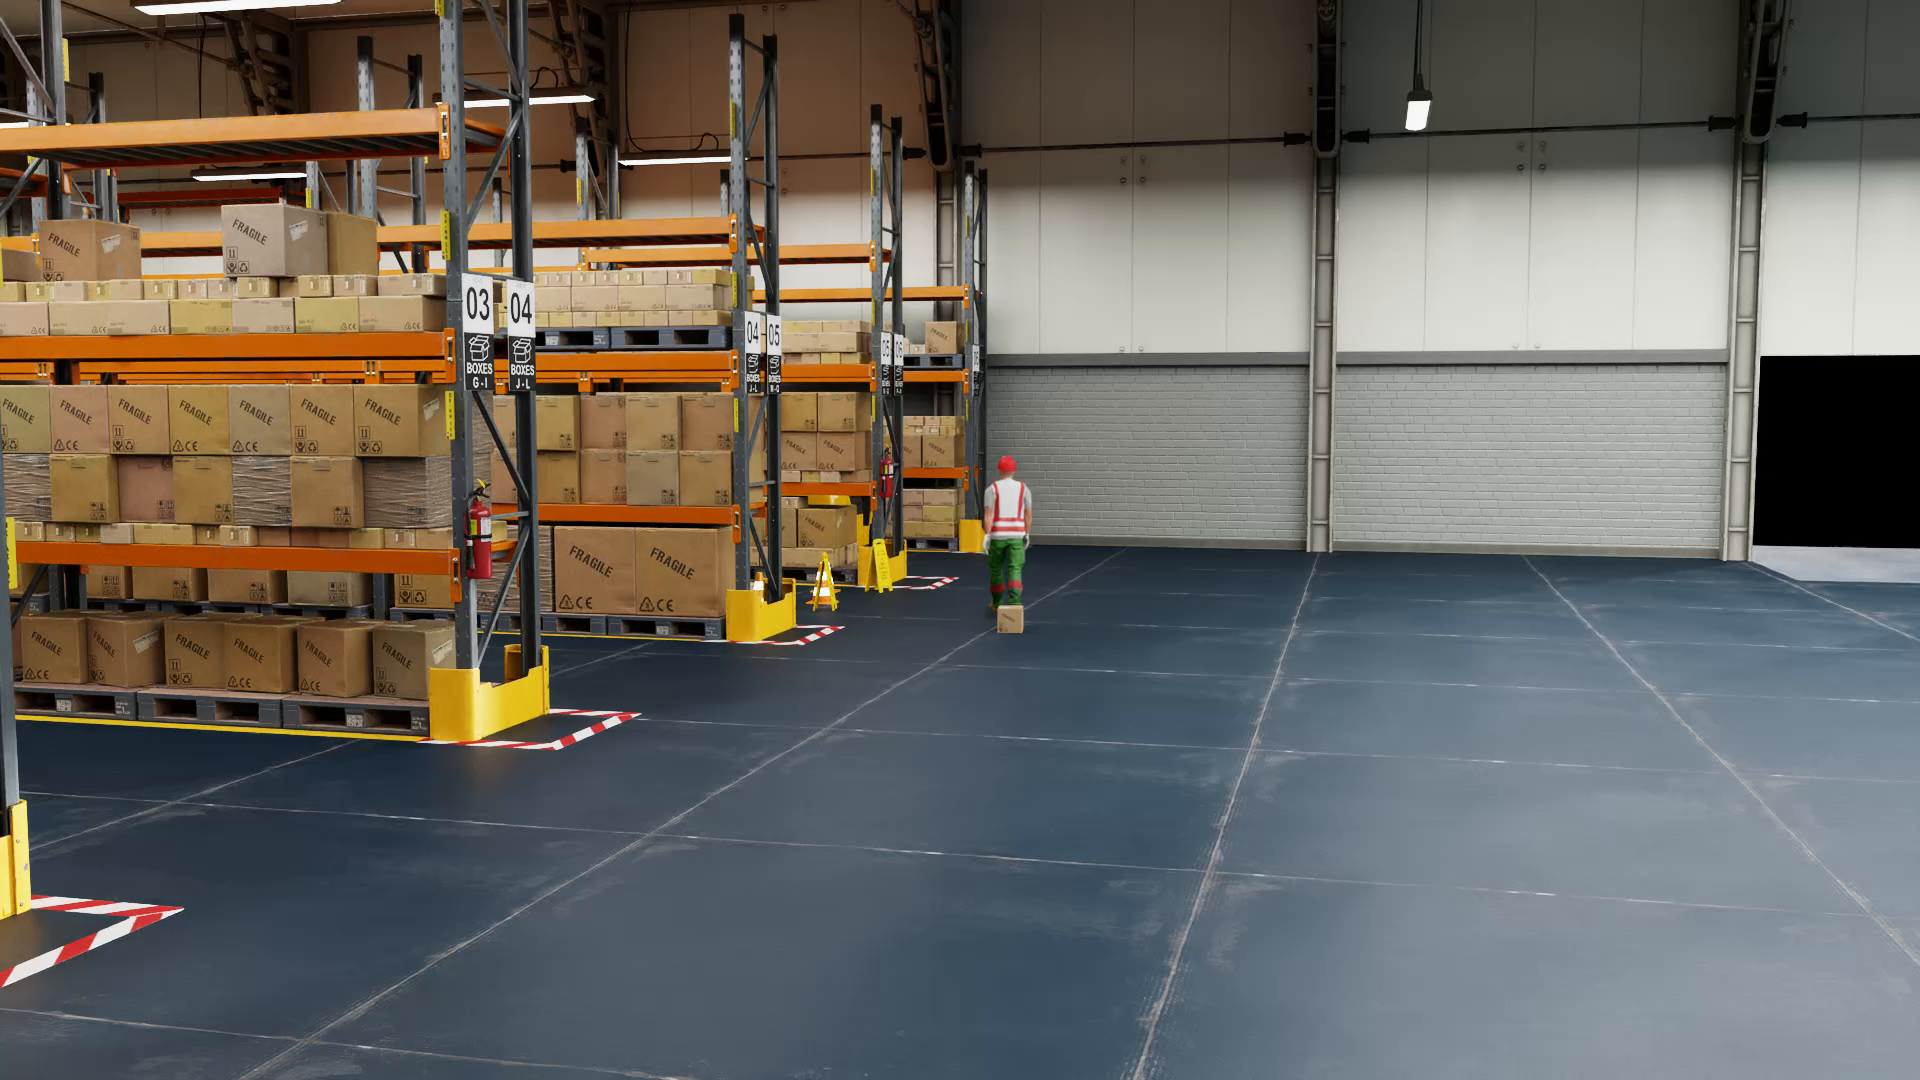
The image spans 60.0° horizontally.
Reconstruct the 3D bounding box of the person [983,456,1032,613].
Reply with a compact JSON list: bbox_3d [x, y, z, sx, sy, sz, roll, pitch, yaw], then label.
[{"bbox_3d":[0.506,-0.041,17.941,0.540,1.736,1.097,0,5,-3],"label":"person"}]
